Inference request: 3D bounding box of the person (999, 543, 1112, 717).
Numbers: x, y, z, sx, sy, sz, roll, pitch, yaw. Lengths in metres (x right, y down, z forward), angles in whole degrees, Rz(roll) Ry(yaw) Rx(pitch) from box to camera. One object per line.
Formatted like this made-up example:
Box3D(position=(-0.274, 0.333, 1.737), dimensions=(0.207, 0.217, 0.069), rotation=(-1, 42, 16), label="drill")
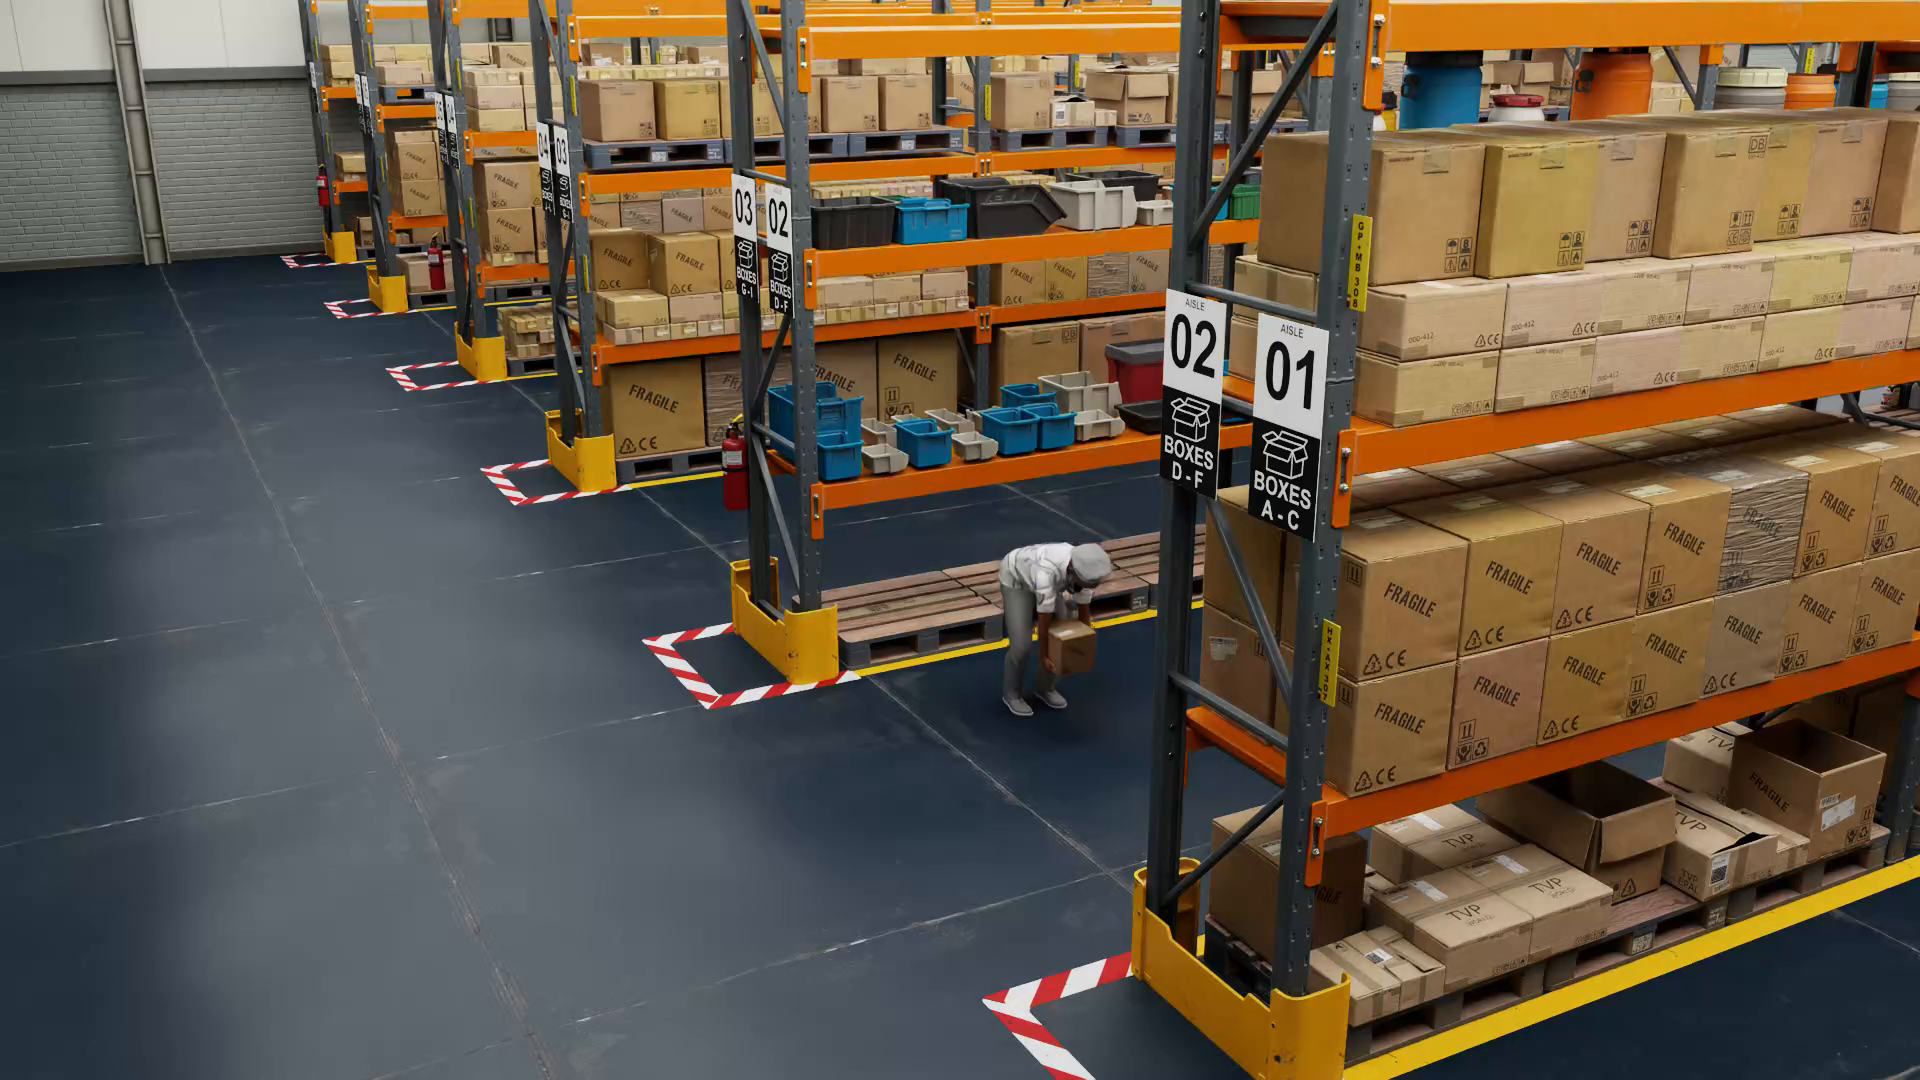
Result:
Box3D(position=(0.585, 0.536, 10.229), dimensions=(0.417, 1.238, 0.920), rotation=(-10, 21, -28), label="person")
